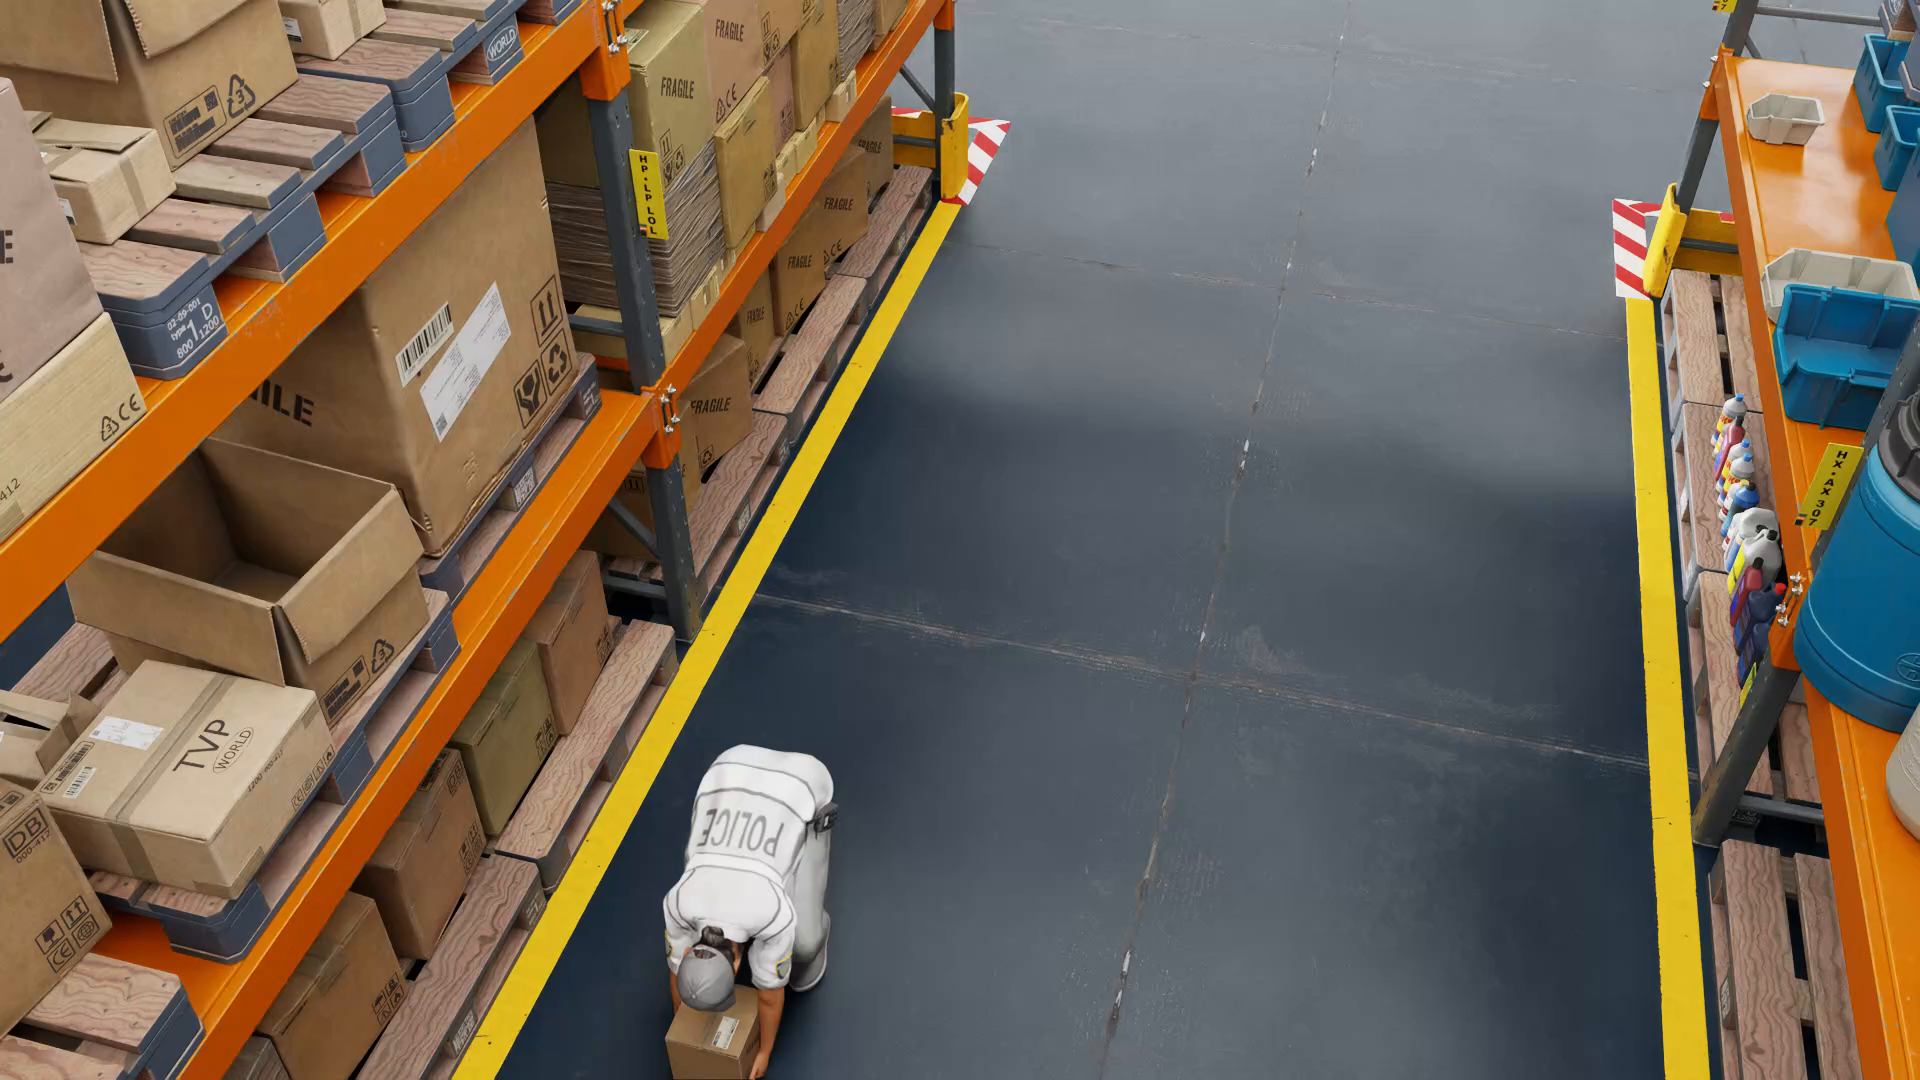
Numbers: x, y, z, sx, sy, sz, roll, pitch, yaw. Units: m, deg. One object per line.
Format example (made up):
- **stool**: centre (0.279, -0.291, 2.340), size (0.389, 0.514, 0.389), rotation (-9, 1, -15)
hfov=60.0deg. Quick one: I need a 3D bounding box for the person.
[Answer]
- **person**: centre (-0.686, 1.214, 5.423), size (0.513, 0.835, 0.942), rotation (9, 42, 10)
